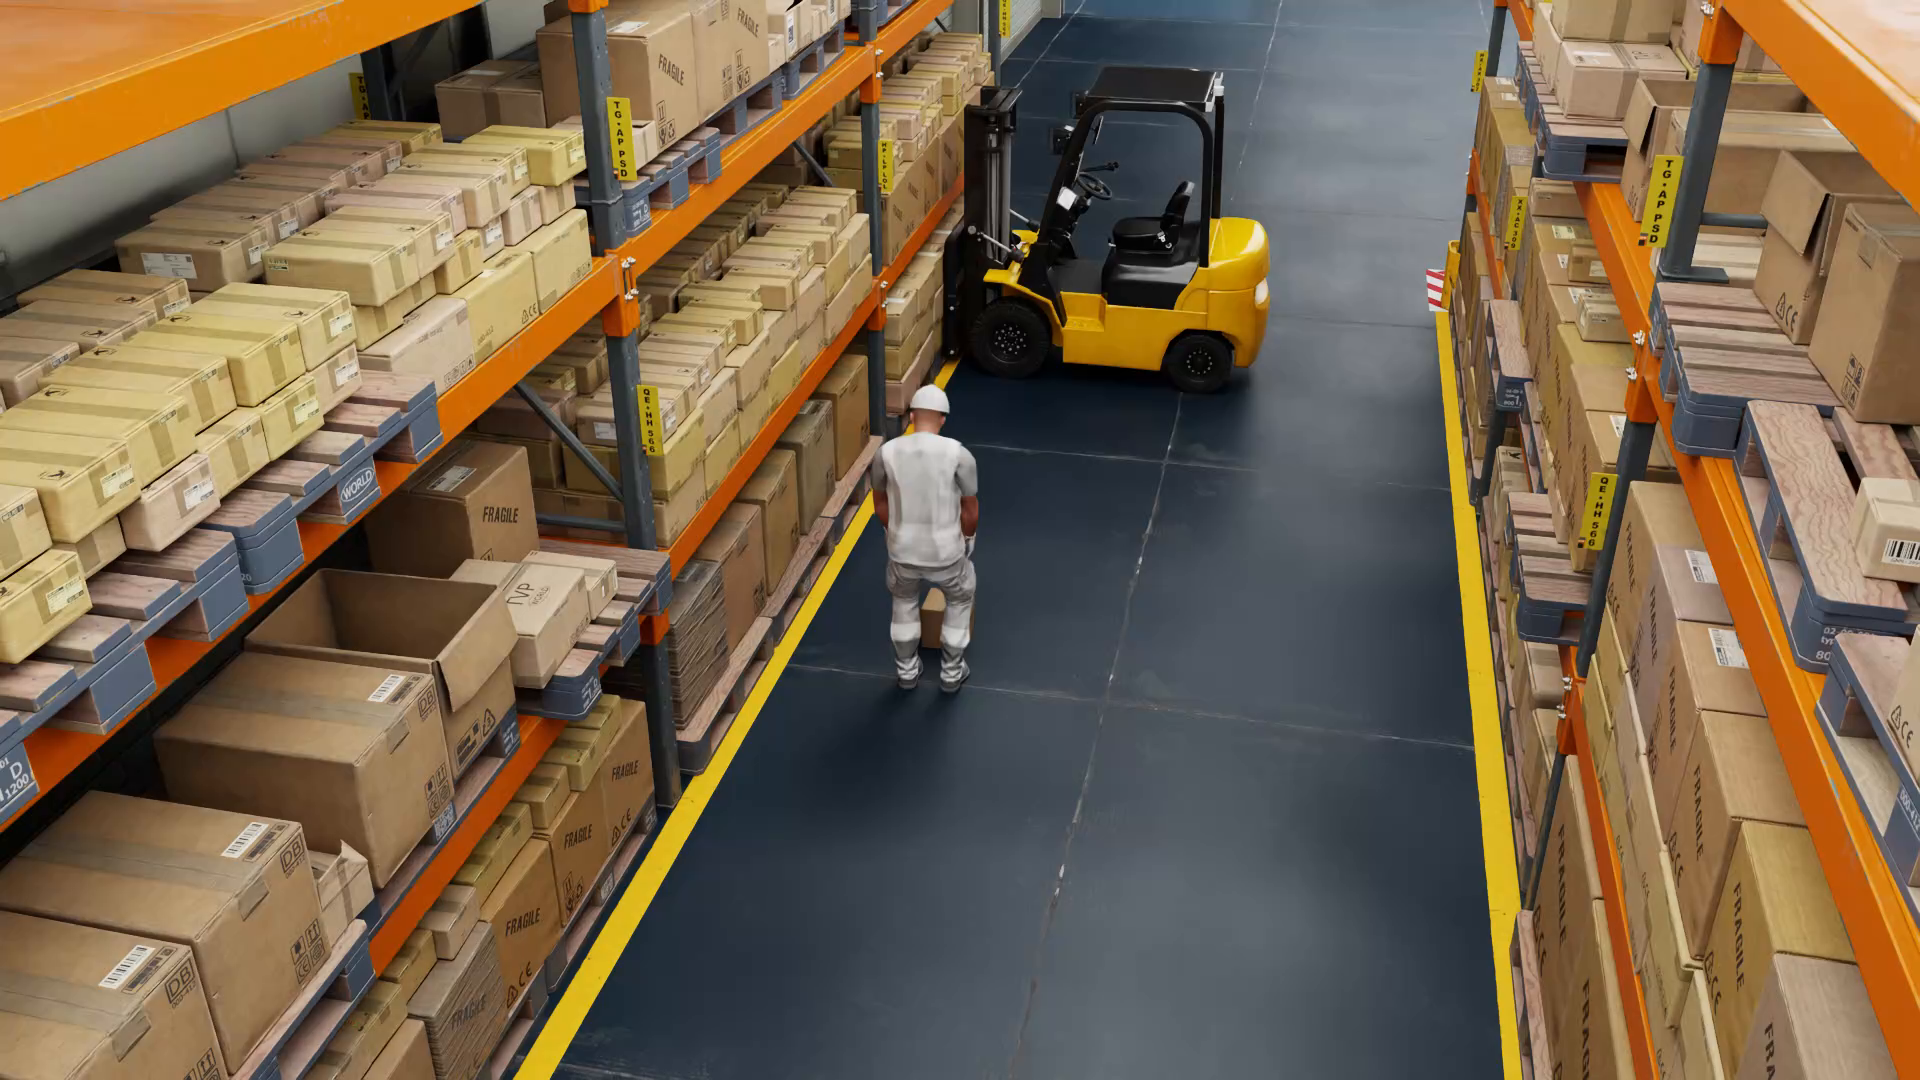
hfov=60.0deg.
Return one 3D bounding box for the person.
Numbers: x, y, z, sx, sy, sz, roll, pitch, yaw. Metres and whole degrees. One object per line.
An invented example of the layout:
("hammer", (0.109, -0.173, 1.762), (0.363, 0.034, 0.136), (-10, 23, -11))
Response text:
("person", (-0.181, 0.014, 8.703), (0.560, 1.665, 0.558), (6, 29, 12))
